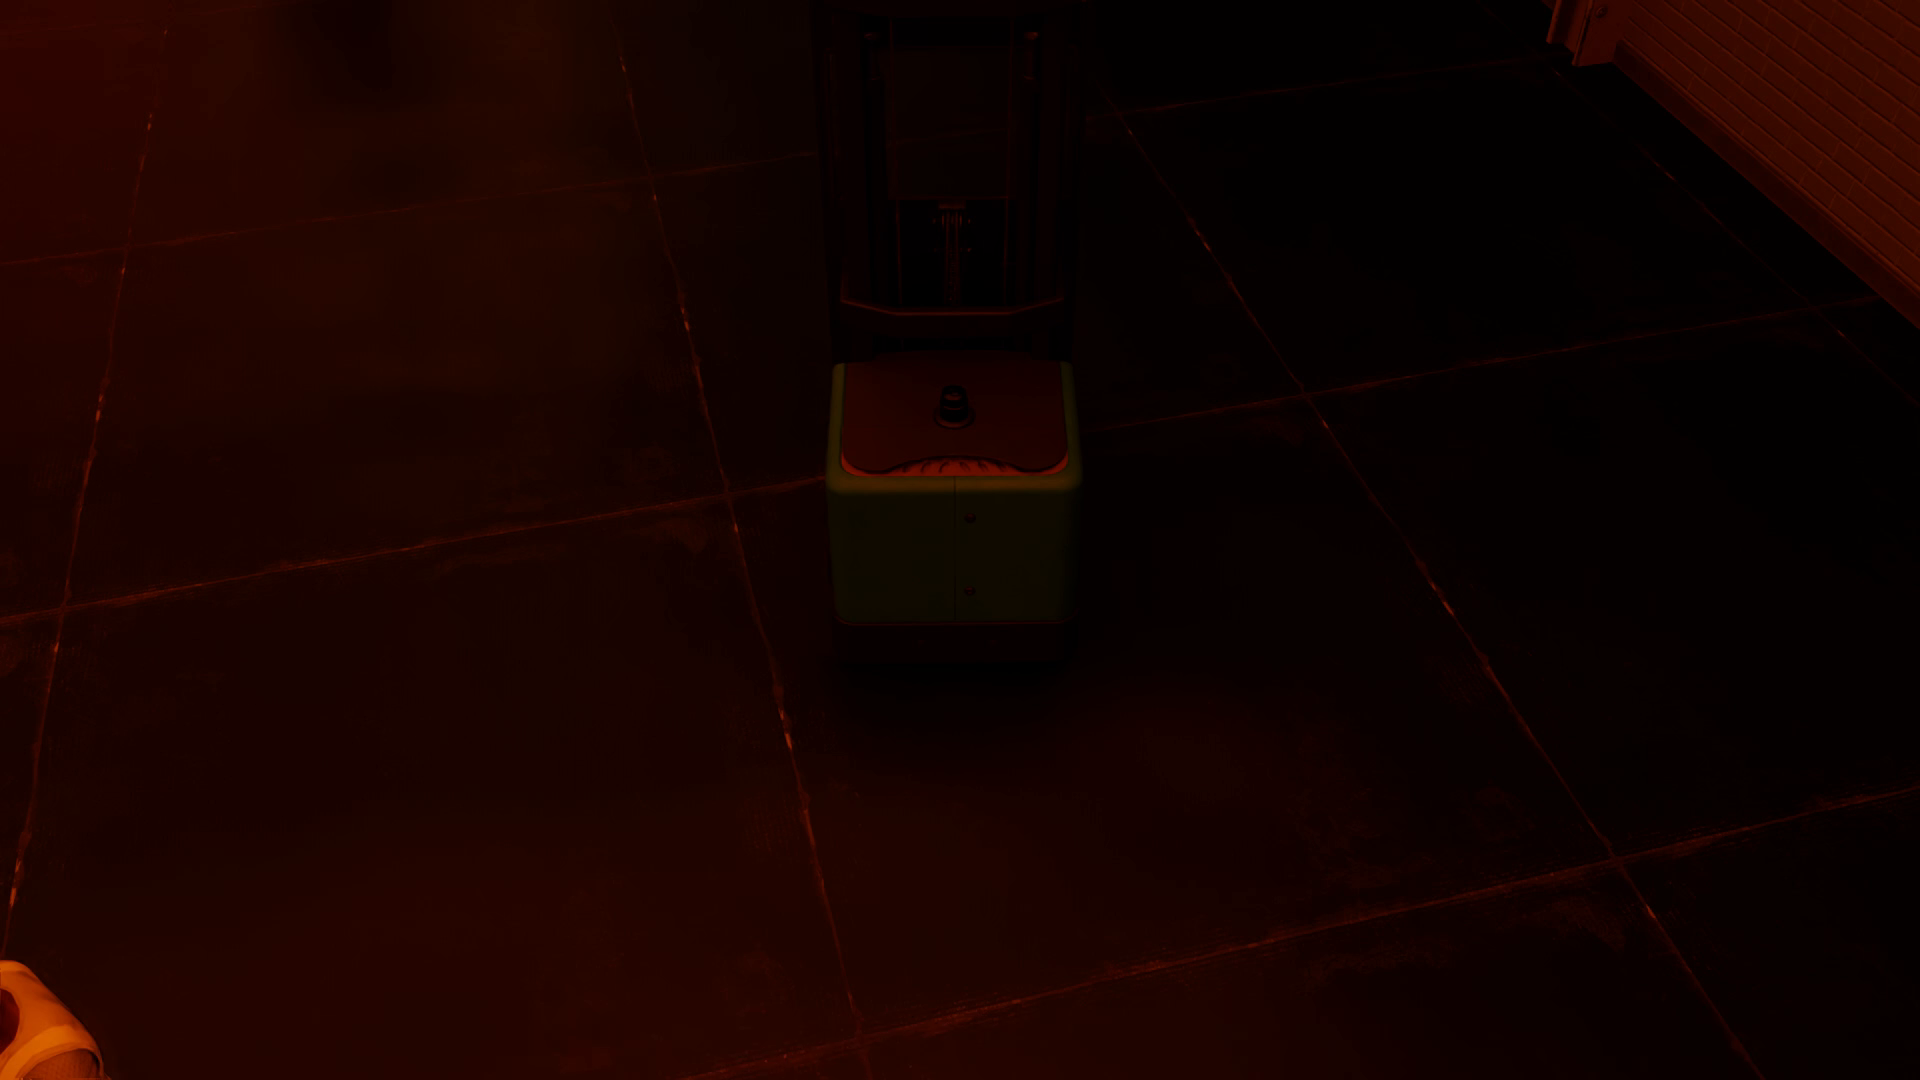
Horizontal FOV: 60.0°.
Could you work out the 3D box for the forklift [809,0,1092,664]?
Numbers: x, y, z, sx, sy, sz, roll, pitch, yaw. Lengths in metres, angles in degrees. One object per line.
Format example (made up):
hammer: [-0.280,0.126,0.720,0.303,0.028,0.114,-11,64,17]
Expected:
forklift: [-0.041,-1.527,7.261,1.130,2.935,3.031,-1,43,-1]

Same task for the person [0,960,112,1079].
person: [-2.558,1.703,4.700,0.991,1.758,0.759,27,50,26]
